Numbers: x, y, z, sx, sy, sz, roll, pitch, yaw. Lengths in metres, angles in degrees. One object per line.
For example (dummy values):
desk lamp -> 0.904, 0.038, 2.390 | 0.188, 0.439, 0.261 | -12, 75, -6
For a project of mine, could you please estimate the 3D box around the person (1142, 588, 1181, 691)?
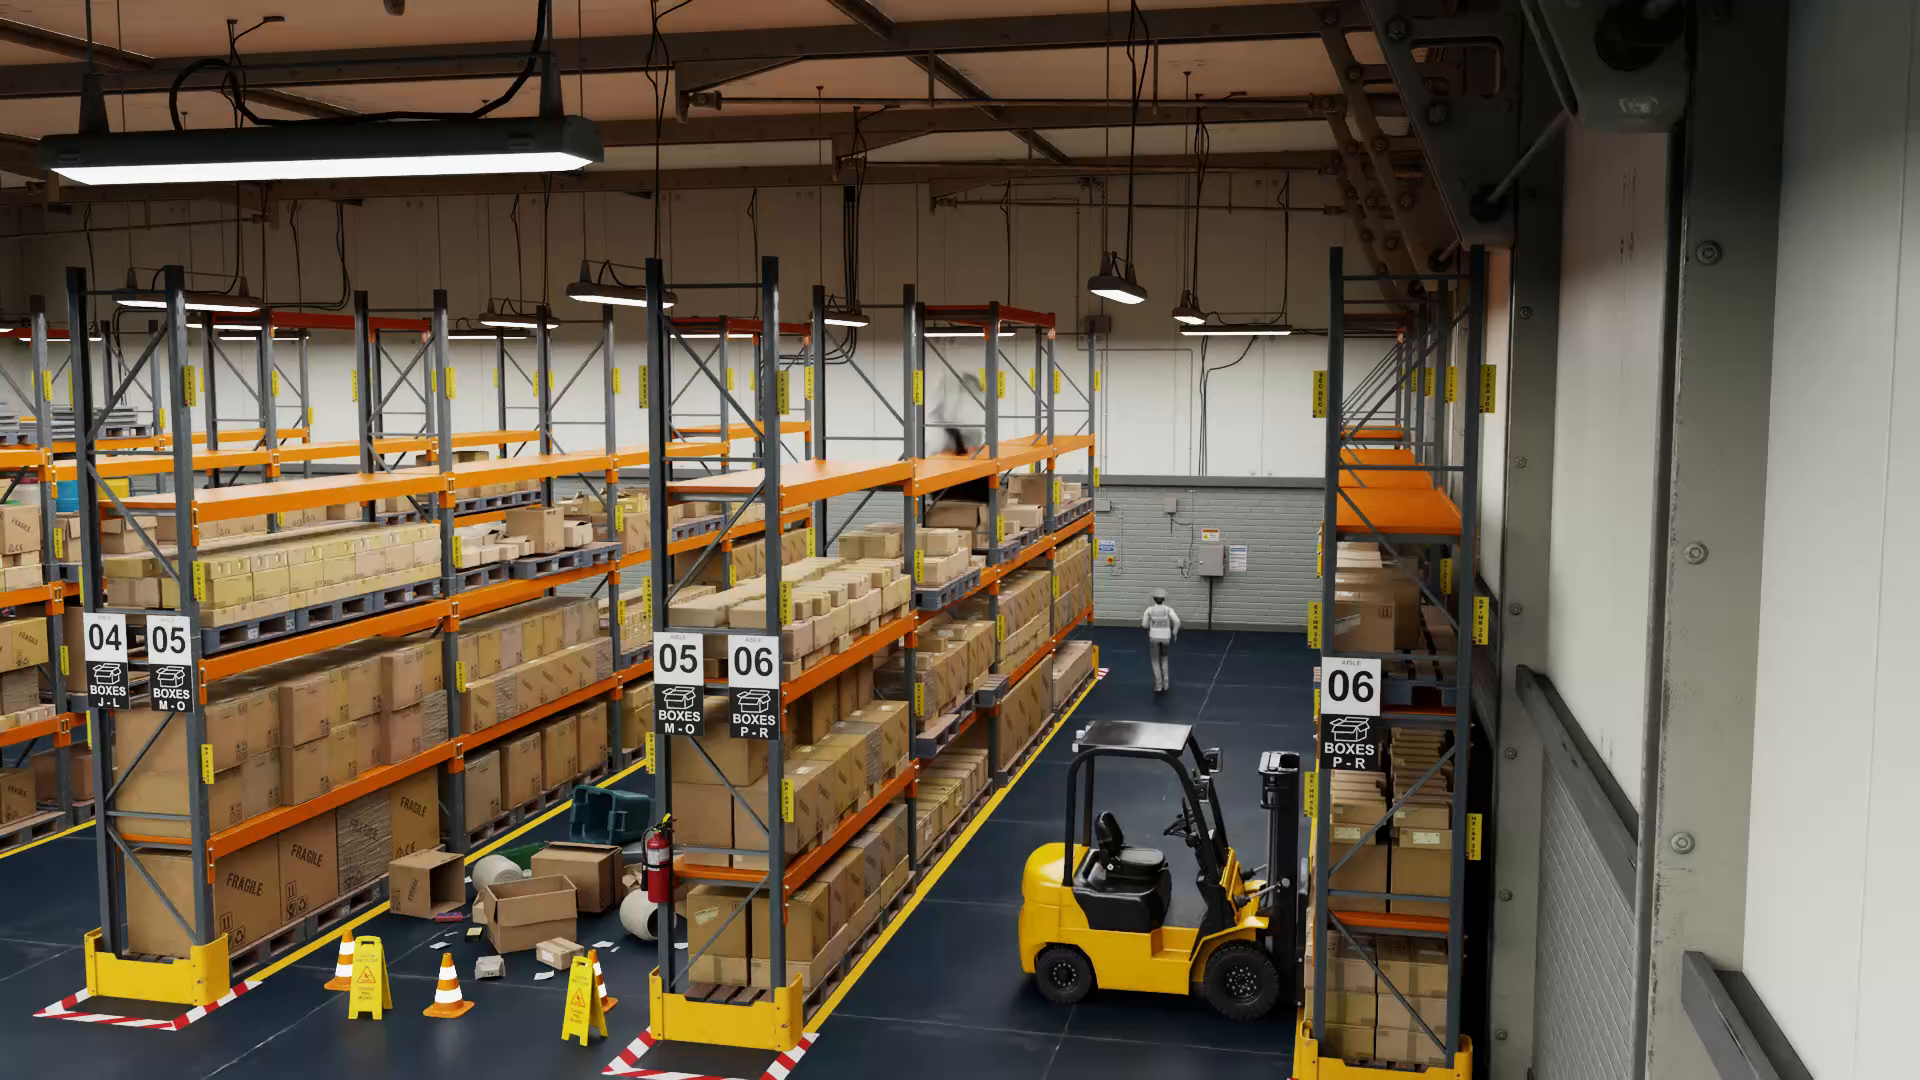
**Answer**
person -> 3.227, 1.609, 26.855 | 0.582, 1.690, 0.649 | 0, 6, -2
